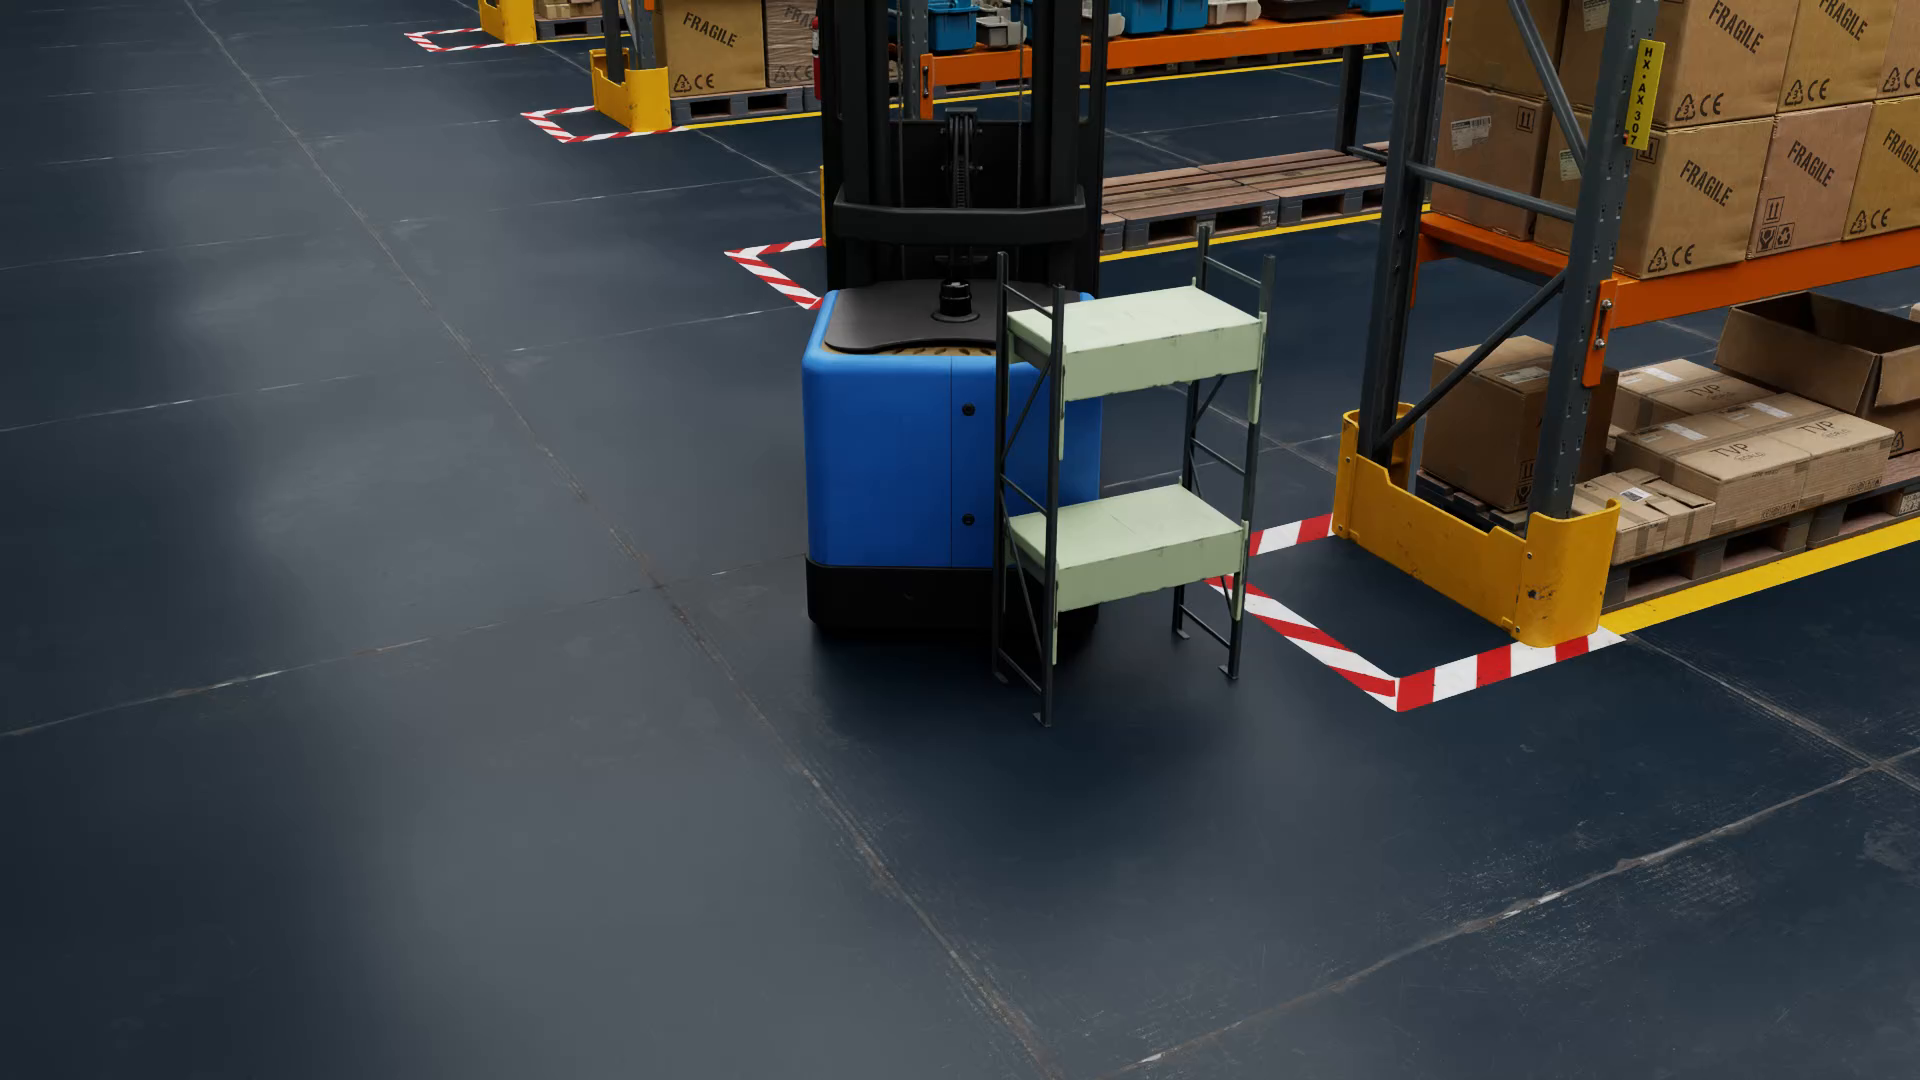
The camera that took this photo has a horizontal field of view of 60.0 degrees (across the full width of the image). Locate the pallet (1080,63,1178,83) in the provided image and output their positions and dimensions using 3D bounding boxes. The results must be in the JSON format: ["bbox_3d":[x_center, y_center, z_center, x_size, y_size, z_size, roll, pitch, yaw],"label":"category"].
[{"bbox_3d":[1.379,-4.726,16.350,1.213,0.211,1.003,-13,29,-25],"label":"pallet"}]

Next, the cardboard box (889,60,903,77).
[{"bbox_3d":[-0.680,-4.742,15.130,0.875,0.875,0.875,-13,29,-25],"label":"cardboard box"}]

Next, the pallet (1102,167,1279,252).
[{"bbox_3d":[1.356,-2.234,11.159,1.213,0.211,1.003,-13,29,-25],"label":"pallet"}]

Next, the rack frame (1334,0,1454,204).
[{"bbox_3d":[3.065,-3.906,11.419,0.127,3.000,1.000,-13,29,-25],"label":"rack frame"}]

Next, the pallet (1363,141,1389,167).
[{"bbox_3d":[3.765,-2.790,12.317,1.213,0.211,1.003,-13,29,-25],"label":"pallet"}]

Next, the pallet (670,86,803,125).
[{"bbox_3d":[-2.127,-3.918,14.667,1.213,0.211,1.003,-13,29,-25],"label":"pallet"}]

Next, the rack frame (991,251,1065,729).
[{"bbox_3d":[0.207,-0.136,5.295,0.023,1.500,0.400,-12,28,-23],"label":"rack frame"}]

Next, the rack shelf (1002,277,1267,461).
[{"bbox_3d":[0.539,-0.554,5.264,0.720,0.370,0.431,-12,28,-23],"label":"rack shelf"}]

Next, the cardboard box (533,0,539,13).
[{"bbox_3d":[-4.674,-5.988,18.566,0.250,0.149,0.380,-12,28,-24],"label":"cardboard box"}]

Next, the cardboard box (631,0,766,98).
[{"bbox_3d":[-2.269,-4.375,14.366,0.875,0.875,0.875,-13,29,-25],"label":"cardboard box"}]

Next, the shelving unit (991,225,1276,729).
[{"bbox_3d":[0.538,-0.203,5.436,0.755,1.500,0.431,-12,28,-23],"label":"shelving unit"}]

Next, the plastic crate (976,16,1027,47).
[{"bbox_3d":[0.230,-2.957,9.679,0.298,0.136,0.250,-13,29,-25],"label":"plastic crate"}]

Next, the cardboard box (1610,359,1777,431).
[{"bbox_3d":[3.079,-0.544,7.086,0.500,0.250,0.500,-13,29,-25],"label":"cardboard box"}]

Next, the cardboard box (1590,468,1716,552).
[{"bbox_3d":[2.614,-0.125,6.309,0.250,0.166,0.380,-13,29,-25],"label":"cardboard box"}]

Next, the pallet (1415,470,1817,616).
[{"bbox_3d":[2.633,-0.120,6.755,1.213,0.211,1.003,-13,29,-25],"label":"pallet"}]

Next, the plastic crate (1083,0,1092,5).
[{"bbox_3d":[0.919,-3.421,10.646,0.250,0.136,0.298,-13,29,-25],"label":"plastic crate"}]

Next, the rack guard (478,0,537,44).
[{"bbox_3d":[-4.973,-5.786,18.224,0.348,0.500,1.175,-13,29,-25],"label":"rack guard"}]

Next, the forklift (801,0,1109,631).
[{"bbox_3d":[0.021,-1.593,6.682,1.130,2.935,3.031,1,26,2],"label":"forklift"}]

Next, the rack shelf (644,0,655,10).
[{"bbox_3d":[-1.031,-5.066,14.666,4.000,0.370,1.077,-13,29,-25],"label":"rack shelf"}]

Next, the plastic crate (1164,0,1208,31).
[{"bbox_3d":[1.334,-3.296,10.274,0.300,0.233,0.416,-13,29,-25],"label":"plastic crate"}]

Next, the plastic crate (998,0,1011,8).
[{"bbox_3d":[0.432,-3.288,10.368,0.243,0.136,0.396,-13,29,-25],"label":"plastic crate"}]

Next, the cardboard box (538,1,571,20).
[{"bbox_3d":[-4.427,-5.786,18.144,0.250,0.149,0.380,-12,28,-24],"label":"cardboard box"}]

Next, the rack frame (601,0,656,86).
[{"bbox_3d":[-2.796,-4.983,13.662,0.127,3.000,1.000,-13,29,-25],"label":"rack frame"}]

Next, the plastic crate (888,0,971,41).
[{"bbox_3d":[-0.257,-3.274,9.992,0.499,0.435,0.616,-13,29,-25],"label":"plastic crate"}]

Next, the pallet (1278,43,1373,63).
[{"bbox_3d":[3.532,-5.223,17.385,1.213,0.211,1.003,-13,29,-25],"label":"pallet"}]

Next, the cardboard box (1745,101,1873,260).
[{"bbox_3d":[2.831,-1.340,5.961,0.500,0.500,0.500,-13,29,-26],"label":"cardboard box"}]

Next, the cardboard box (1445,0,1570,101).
[{"bbox_3d":[2.126,-1.890,5.950,0.500,0.500,0.500,-13,29,-26],"label":"cardboard box"}]

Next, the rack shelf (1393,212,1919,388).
[{"bbox_3d":[3.627,-1.282,6.785,4.000,0.370,1.077,-13,29,-25],"label":"rack shelf"}]

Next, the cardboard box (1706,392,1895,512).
[{"bbox_3d":[3.358,-0.363,6.710,0.500,0.250,0.500,-13,29,-25],"label":"cardboard box"}]

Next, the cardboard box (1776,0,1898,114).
[{"bbox_3d":[2.836,-1.793,5.749,0.500,0.500,0.500,-13,28,-25],"label":"cardboard box"}]

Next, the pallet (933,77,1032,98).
[{"bbox_3d":[0.026,-4.415,15.702,1.213,0.211,1.003,-13,29,-25],"label":"pallet"}]

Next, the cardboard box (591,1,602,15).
[{"bbox_3d":[-4.019,-5.924,18.431,0.250,0.149,0.380,-13,28,-25],"label":"cardboard box"}]

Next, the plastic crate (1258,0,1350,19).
[{"bbox_3d":[2.203,-3.478,10.777,0.590,0.125,0.437,-13,29,-25],"label":"plastic crate"}]

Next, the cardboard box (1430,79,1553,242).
[{"bbox_3d":[2.130,-1.439,6.165,0.500,0.500,0.500,-12,28,-24],"label":"cardboard box"}]

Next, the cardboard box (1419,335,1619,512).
[{"bbox_3d":[2.227,-0.475,6.653,0.500,0.500,0.500,-13,29,-25],"label":"cardboard box"}]

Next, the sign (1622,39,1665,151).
[{"bbox_3d":[2.118,-1.382,5.162,0.005,0.325,0.100,-13,29,-25],"label":"sign"}]

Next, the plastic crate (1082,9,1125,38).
[{"bbox_3d":[0.828,-3.096,9.967,0.298,0.136,0.250,-13,29,-25],"label":"plastic crate"}]

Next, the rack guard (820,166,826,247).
[{"bbox_3d":[-0.480,-1.954,10.243,0.348,0.500,1.175,-13,29,-25],"label":"rack guard"}]

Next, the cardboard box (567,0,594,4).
[{"bbox_3d":[-4.189,-5.979,18.201,0.250,0.149,0.380,-13,29,-25],"label":"cardboard box"}]

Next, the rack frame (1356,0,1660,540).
[{"bbox_3d":[1.863,-1.199,5.781,0.127,3.000,1.000,-13,29,-25],"label":"rack frame"}]
